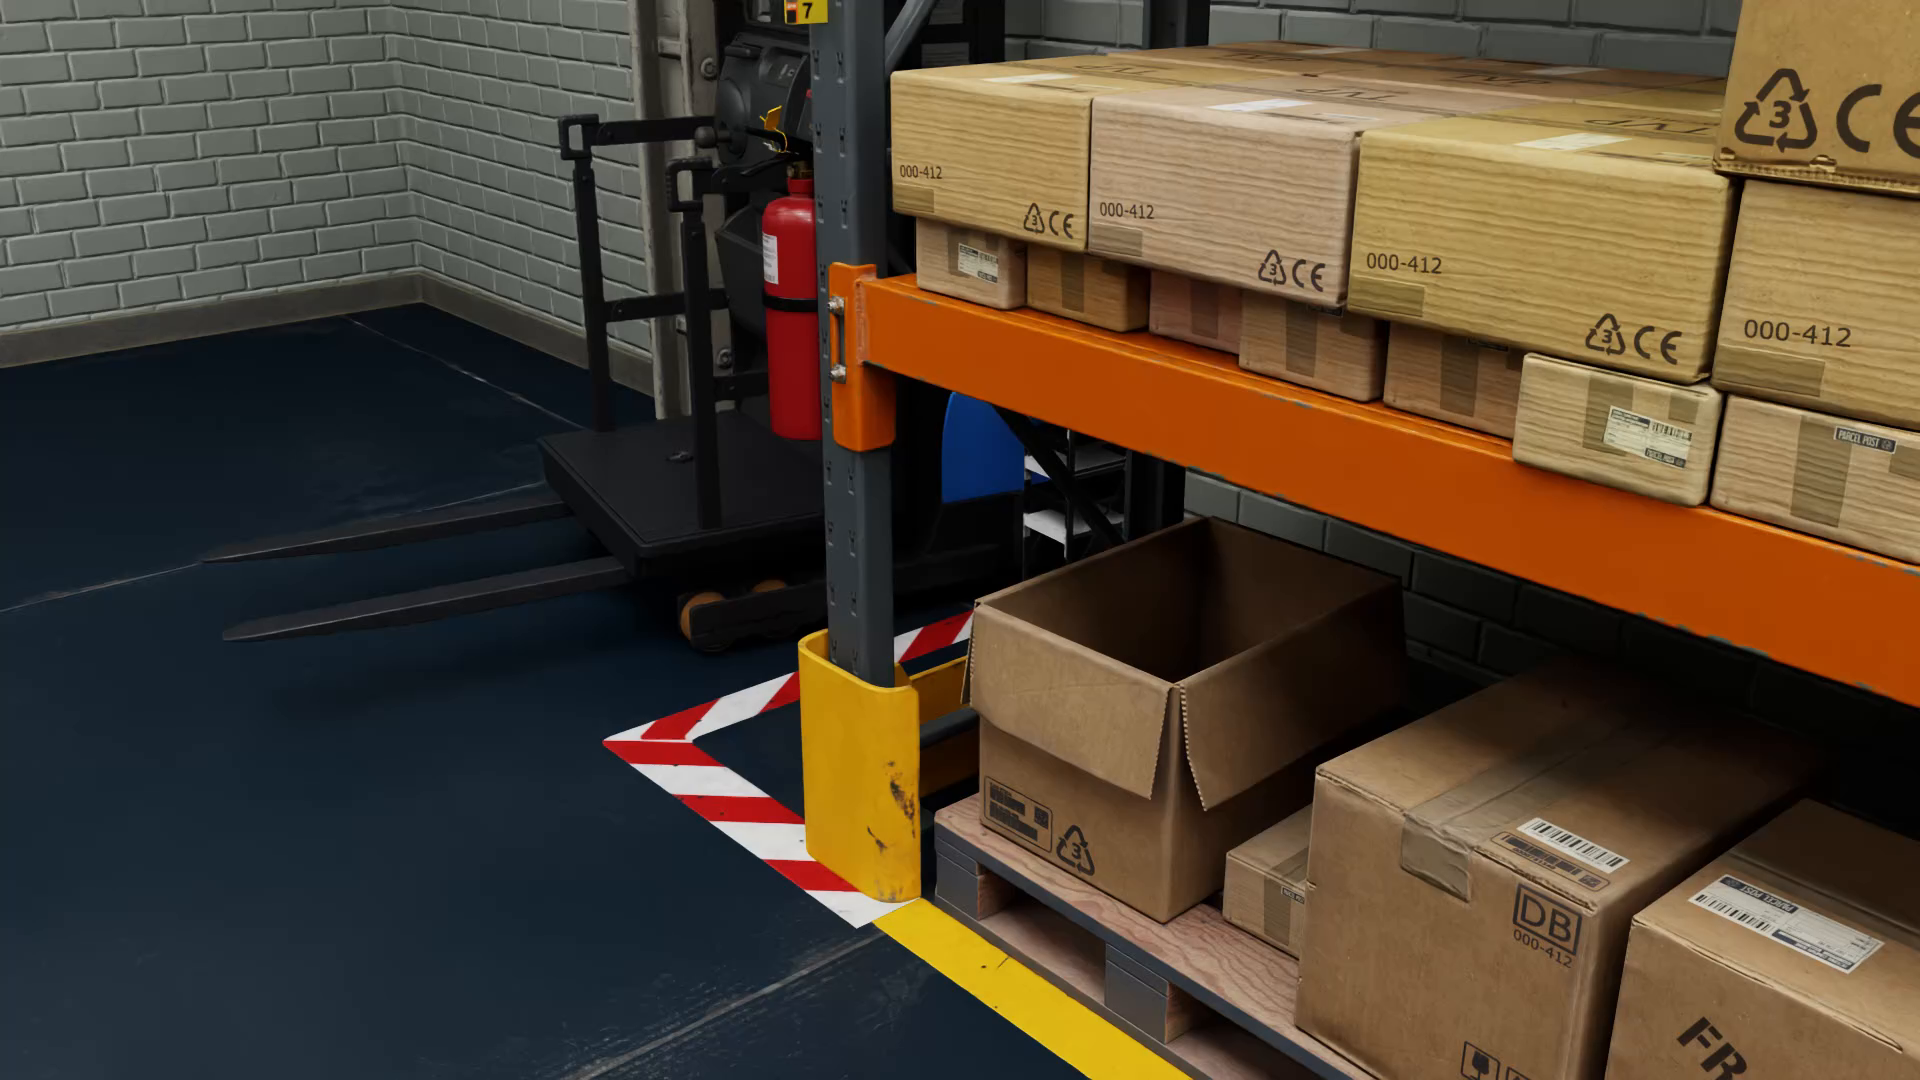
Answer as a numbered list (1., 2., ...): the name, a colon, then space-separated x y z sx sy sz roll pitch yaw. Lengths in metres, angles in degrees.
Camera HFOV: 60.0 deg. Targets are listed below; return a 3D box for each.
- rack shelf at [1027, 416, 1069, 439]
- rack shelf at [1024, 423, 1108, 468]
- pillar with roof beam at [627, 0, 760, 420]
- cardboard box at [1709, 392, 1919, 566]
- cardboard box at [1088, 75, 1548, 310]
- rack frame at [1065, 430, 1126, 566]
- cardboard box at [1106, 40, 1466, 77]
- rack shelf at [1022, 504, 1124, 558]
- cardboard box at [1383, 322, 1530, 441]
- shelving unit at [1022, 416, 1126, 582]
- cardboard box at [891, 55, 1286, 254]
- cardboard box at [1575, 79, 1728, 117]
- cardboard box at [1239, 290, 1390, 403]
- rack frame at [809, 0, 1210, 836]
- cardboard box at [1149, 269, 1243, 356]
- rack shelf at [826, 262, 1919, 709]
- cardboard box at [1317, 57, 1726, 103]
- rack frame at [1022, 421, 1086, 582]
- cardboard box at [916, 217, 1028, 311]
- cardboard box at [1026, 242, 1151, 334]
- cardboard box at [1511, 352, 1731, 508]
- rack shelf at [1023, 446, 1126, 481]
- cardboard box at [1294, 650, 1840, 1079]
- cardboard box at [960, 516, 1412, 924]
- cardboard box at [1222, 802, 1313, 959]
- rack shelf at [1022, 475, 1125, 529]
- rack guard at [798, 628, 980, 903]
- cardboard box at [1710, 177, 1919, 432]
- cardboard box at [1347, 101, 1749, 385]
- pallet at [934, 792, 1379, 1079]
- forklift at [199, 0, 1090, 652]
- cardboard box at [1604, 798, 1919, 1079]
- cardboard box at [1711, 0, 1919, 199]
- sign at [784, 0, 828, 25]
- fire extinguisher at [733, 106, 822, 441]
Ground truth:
1. rack shelf: 0.347 -0.375 4.806 0.258 0.077 0.200 -14 26 -33
2. rack shelf: 0.347 -0.291 4.839 0.258 0.077 0.200 -14 26 -33
3. pillar with roof beam: -4.206 -3.553 2.217 9.100 9.000 0.400 -17 27 -37
4. cardboard box: 1.130 -0.116 2.013 0.380 0.149 0.250 -17 27 -36
5. cardboard box: 0.554 -0.565 2.612 0.500 0.250 0.500 -17 27 -37
6. rack frame: 0.405 -0.208 4.782 0.240 0.900 0.006 -14 26 -33
7. cardboard box: 0.634 -0.830 3.288 0.500 0.250 0.500 -16 27 -36
8. rack shelf: 0.347 -0.040 4.937 0.258 0.077 0.200 -14 26 -33
9. cardboard box: 0.835 -0.272 2.410 0.380 0.149 0.250 -17 27 -37
10. shelving unit: 0.347 -0.239 4.860 0.258 0.900 0.210 -14 26 -33
11. cardboard box: 0.225 -0.704 2.967 0.500 0.250 0.500 -17 27 -37
12. cardboard box: 1.289 -0.549 2.571 0.500 0.250 0.500 -16 27 -36
13. cardboard box: 0.657 -0.344 2.594 0.380 0.149 0.250 -16 27 -36
14. rack frame: 0.133 -0.825 3.478 1.000 3.000 0.127 -17 27 -37
15. cardboard box: 0.538 -0.428 2.809 0.380 0.149 0.250 -18 28 -38
16. rack shelf: 1.438 0.062 2.198 1.077 0.370 4.000 -17 27 -37
17. cardboard box: 0.970 -0.687 2.923 0.500 0.250 0.500 -17 27 -37
18. rack frame: 0.288 -0.269 4.937 0.240 0.900 0.006 -14 26 -33
19. cardboard box: 0.139 -0.552 3.125 0.380 0.149 0.250 -18 27 -38
20. cardboard box: 0.341 -0.493 2.974 0.380 0.149 0.250 -17 27 -36
21. cardboard box: 0.943 -0.184 2.186 0.380 0.149 0.250 -18 28 -39
22. rack shelf: 0.347 -0.208 4.872 0.258 0.077 0.200 -14 26 -33
23. cardboard box: 0.989 0.580 2.741 0.700 0.500 0.500 -16 27 -35
24. cardboard box: 0.460 0.333 3.367 0.797 0.503 0.637 -19 28 -39
25. cardboard box: 0.708 0.625 3.109 0.380 0.149 0.250 -19 28 -39
26. rack shelf: 0.347 -0.124 4.905 0.258 0.077 0.200 -14 26 -33
27. rack guard: 0.182 0.360 3.880 1.175 0.500 0.348 -17 27 -37
28. cardboard box: 1.237 -0.290 1.908 0.500 0.250 0.500 -18 28 -39
29. cardboard box: 0.887 -0.426 2.256 0.500 0.250 0.500 -18 28 -38
30. pallet: 0.703 0.714 3.371 1.003 0.211 1.213 -17 27 -37
31. forklift: -0.688 -1.269 4.704 3.031 2.935 1.130 -11 24 -26
32. cardboard box: 1.258 0.750 2.308 0.500 0.500 0.500 -17 27 -36
33. cardboard box: 1.204 -0.639 1.772 0.500 0.500 0.500 -17 27 -36
34. sign: -0.278 -1.099 2.990 0.100 0.325 0.005 -17 27 -37
35. fire extinguisher: -0.313 -0.546 3.383 0.296 0.674 0.183 -17 27 -37
